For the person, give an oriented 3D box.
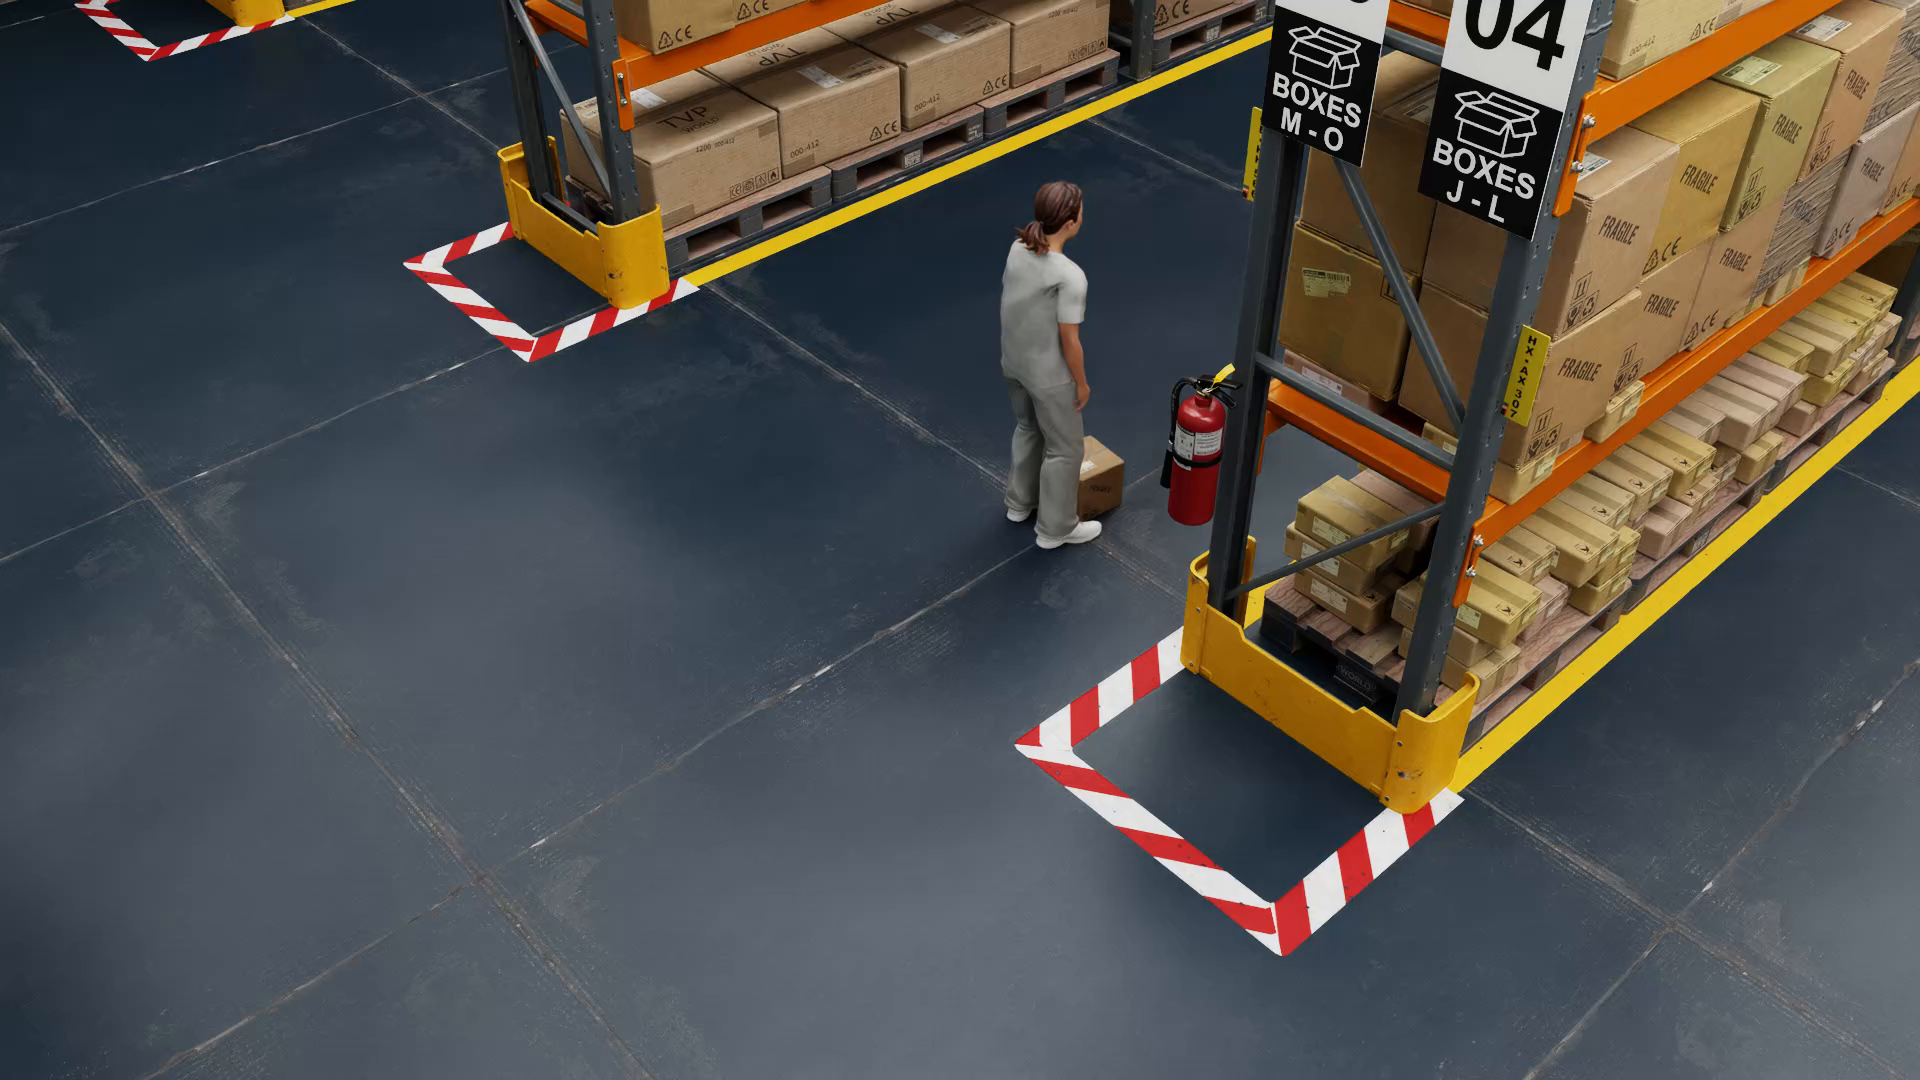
[{"bbox_3d":[0.371,-0.728,7.027,0.371,1.671,0.502,-26,46,-27],"label":"person"}]
